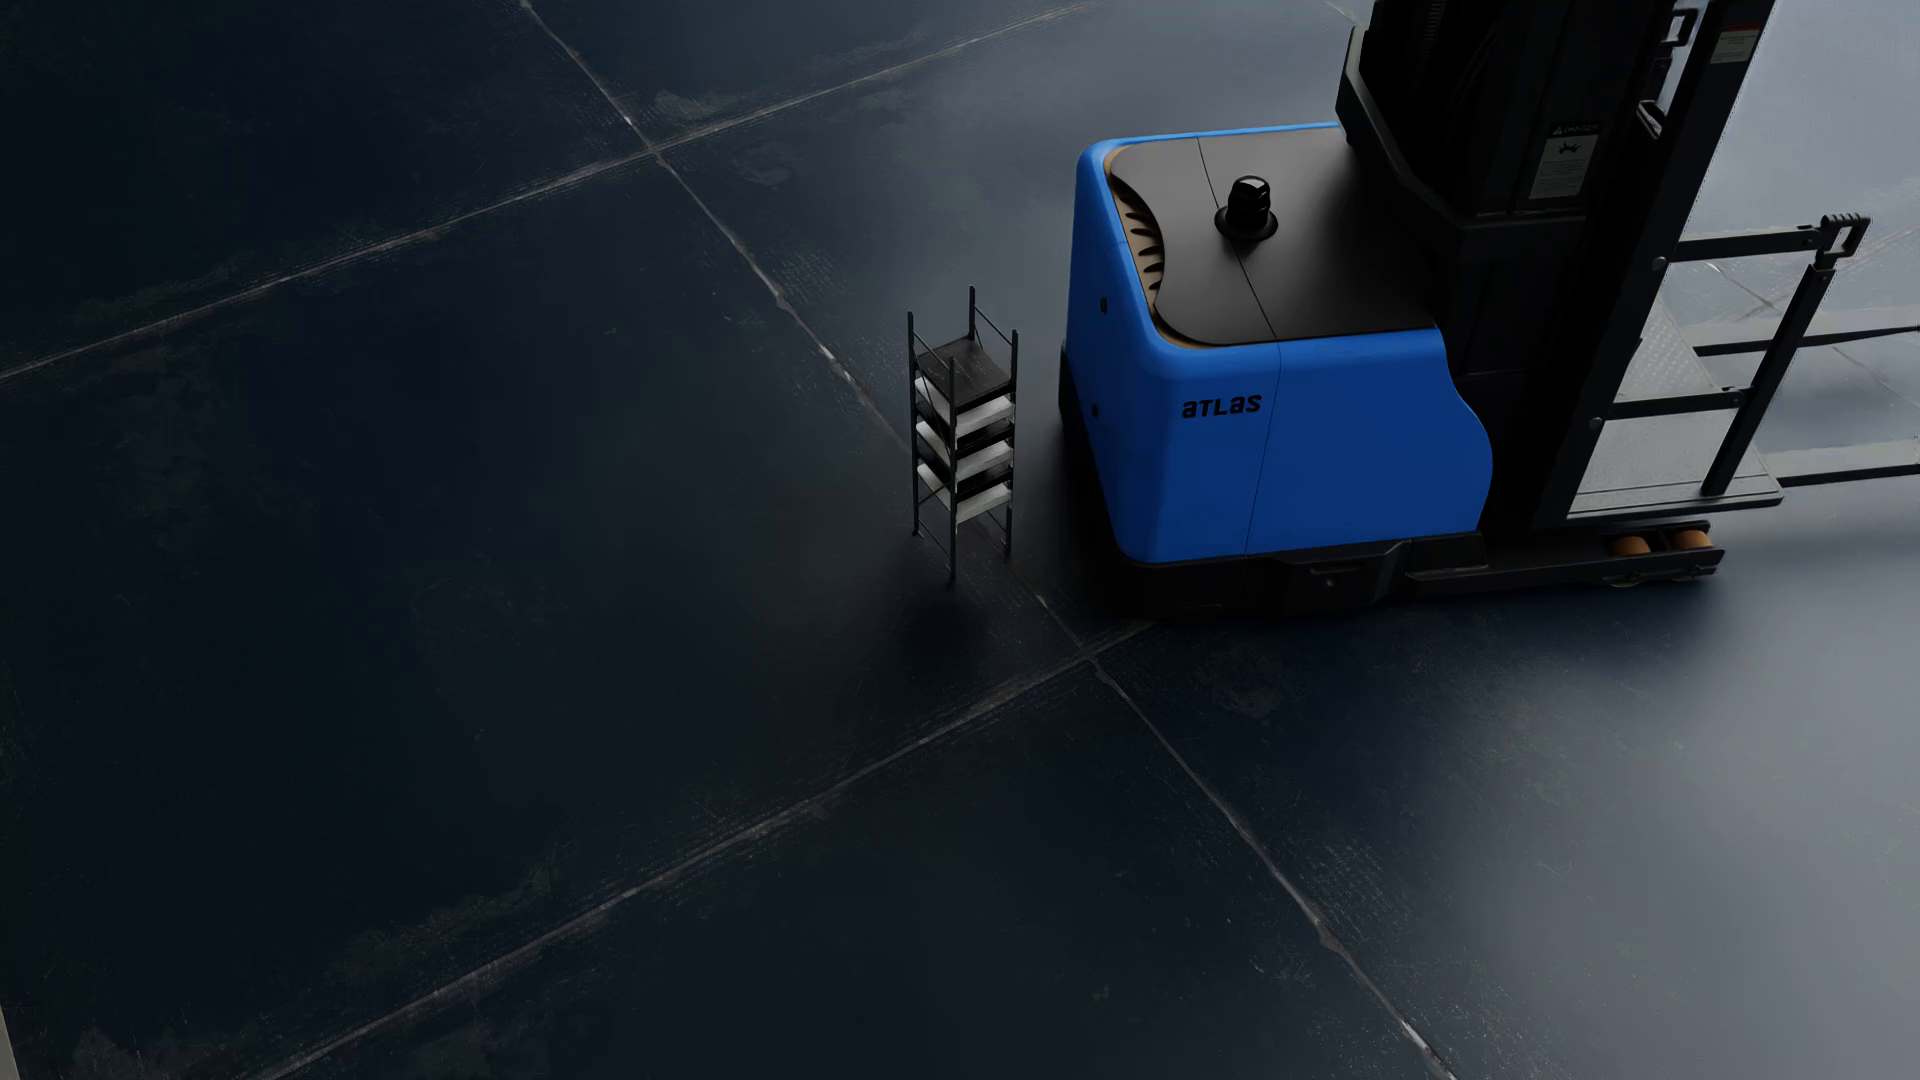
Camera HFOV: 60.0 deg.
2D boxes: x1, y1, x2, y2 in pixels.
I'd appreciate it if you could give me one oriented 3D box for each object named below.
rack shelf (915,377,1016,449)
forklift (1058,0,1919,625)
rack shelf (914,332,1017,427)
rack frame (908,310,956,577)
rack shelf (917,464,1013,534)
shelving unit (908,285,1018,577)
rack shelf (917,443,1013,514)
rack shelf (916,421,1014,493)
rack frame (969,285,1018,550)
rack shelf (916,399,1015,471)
[{"bbox_3d":[0.007,-0.400,4.807,0.200,0.077,0.258,-25,53,-21],"label":"rack shelf"},{"bbox_3d":[1.887,-1.217,4.371,3.031,2.935,1.130,-6,49,-5],"label":"forklift"},{"bbox_3d":[0.007,-0.460,4.740,0.200,0.077,0.258,-25,53,-21],"label":"rack shelf"},{"bbox_3d":[-0.079,-0.262,4.881,0.006,0.900,0.240,-25,53,-21],"label":"rack frame"},{"bbox_3d":[0.007,-0.161,5.076,0.200,0.077,0.258,-25,53,-21],"label":"rack shelf"},{"bbox_3d":[0.007,-0.303,4.917,0.210,0.900,0.258,-25,53,-21],"label":"shelving unit"},{"bbox_3d":[0.007,-0.220,5.009,0.200,0.077,0.258,-25,53,-21],"label":"rack shelf"},{"bbox_3d":[0.007,-0.280,4.942,0.200,0.077,0.258,-25,53,-21],"label":"rack shelf"},{"bbox_3d":[0.093,-0.343,4.953,0.006,0.900,0.240,-25,53,-21],"label":"rack frame"},{"bbox_3d":[0.007,-0.340,4.874,0.200,0.077,0.258,-25,53,-21],"label":"rack shelf"}]
